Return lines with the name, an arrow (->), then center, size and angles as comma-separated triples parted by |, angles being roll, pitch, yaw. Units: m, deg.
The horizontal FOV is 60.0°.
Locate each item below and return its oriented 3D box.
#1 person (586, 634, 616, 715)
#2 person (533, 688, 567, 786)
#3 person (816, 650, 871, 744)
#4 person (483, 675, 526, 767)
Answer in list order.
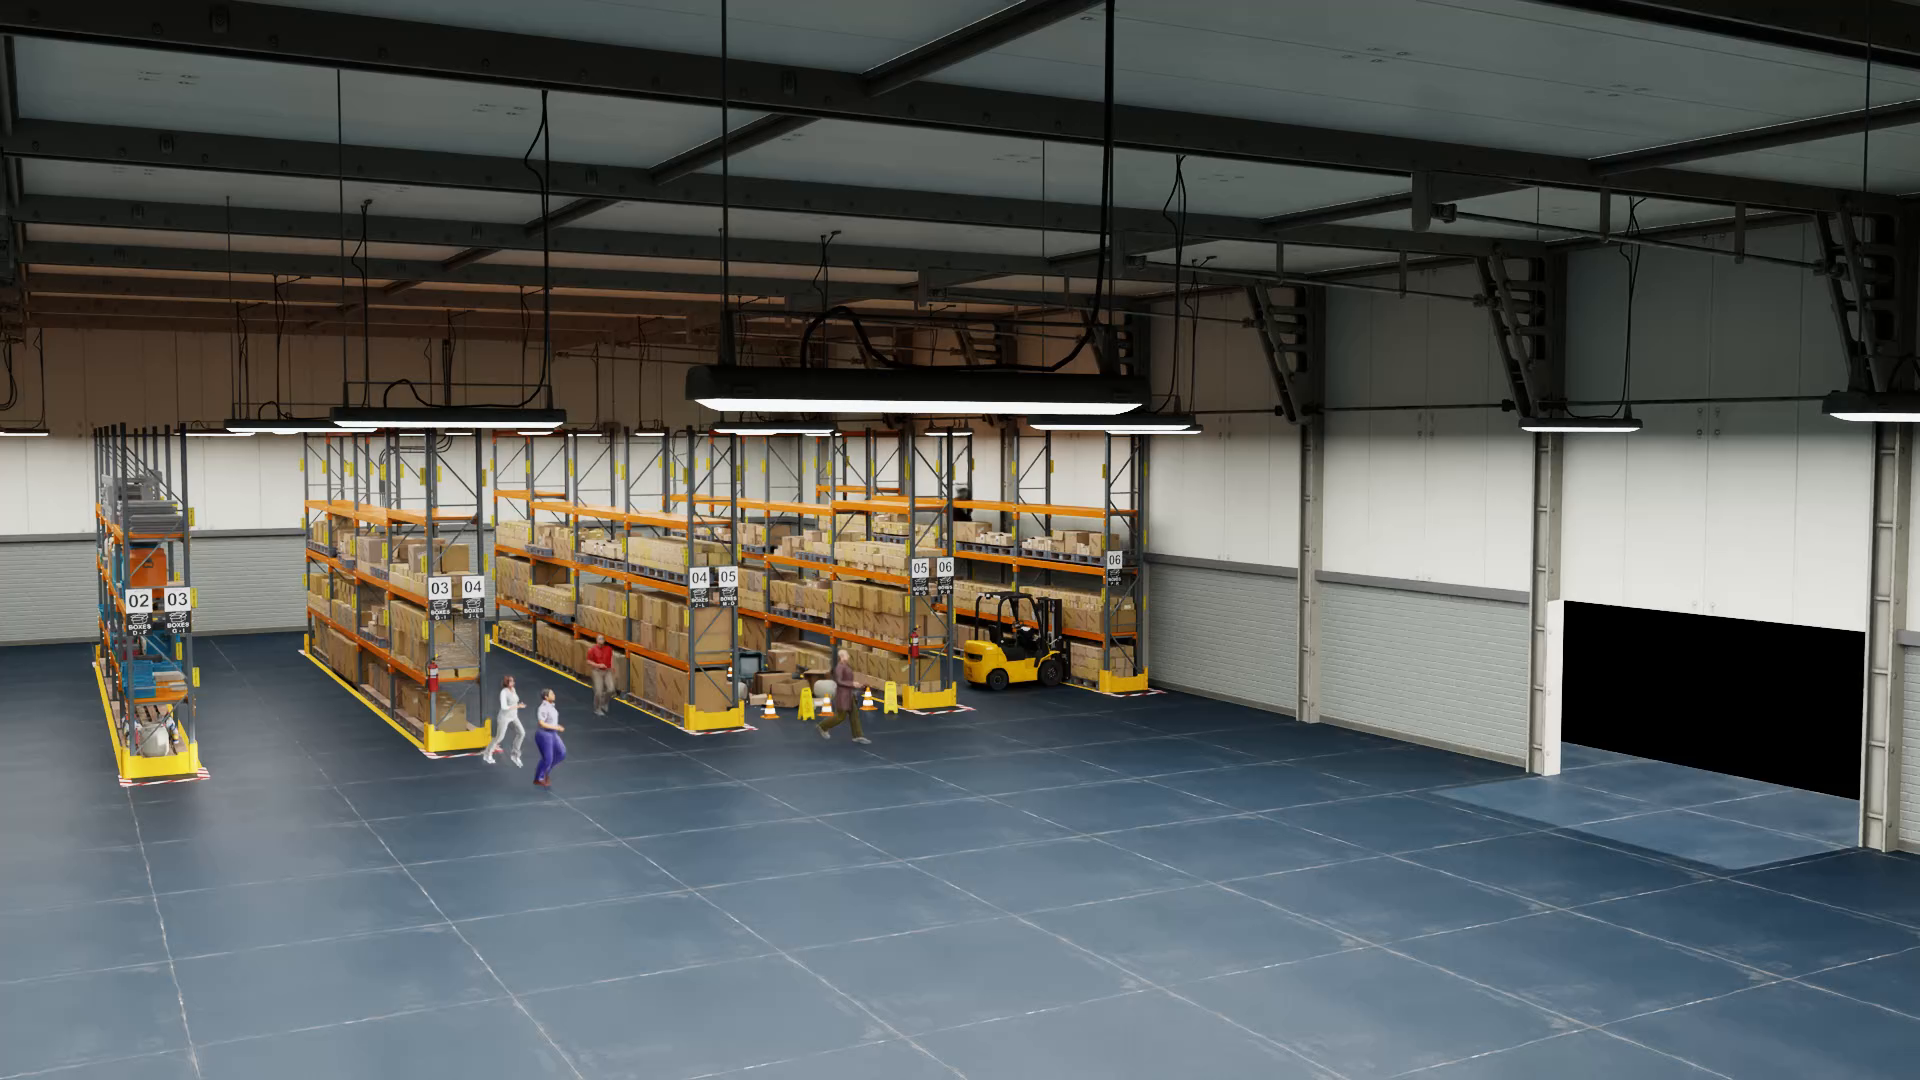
person -> -7.391, 2.788, 34.435 | 0.651, 1.688, 0.607 | -2, 4, -36
person -> -6.783, 3.248, 27.477 | 0.571, 1.610, 0.599 | 0, 3, 4
person -> -2.183, 2.933, 31.143 | 1.051, 1.777, 0.715 | 1, 4, 10
person -> -7.931, 3.162, 29.092 | 0.832, 1.622, 0.548 | 1, 4, 19
